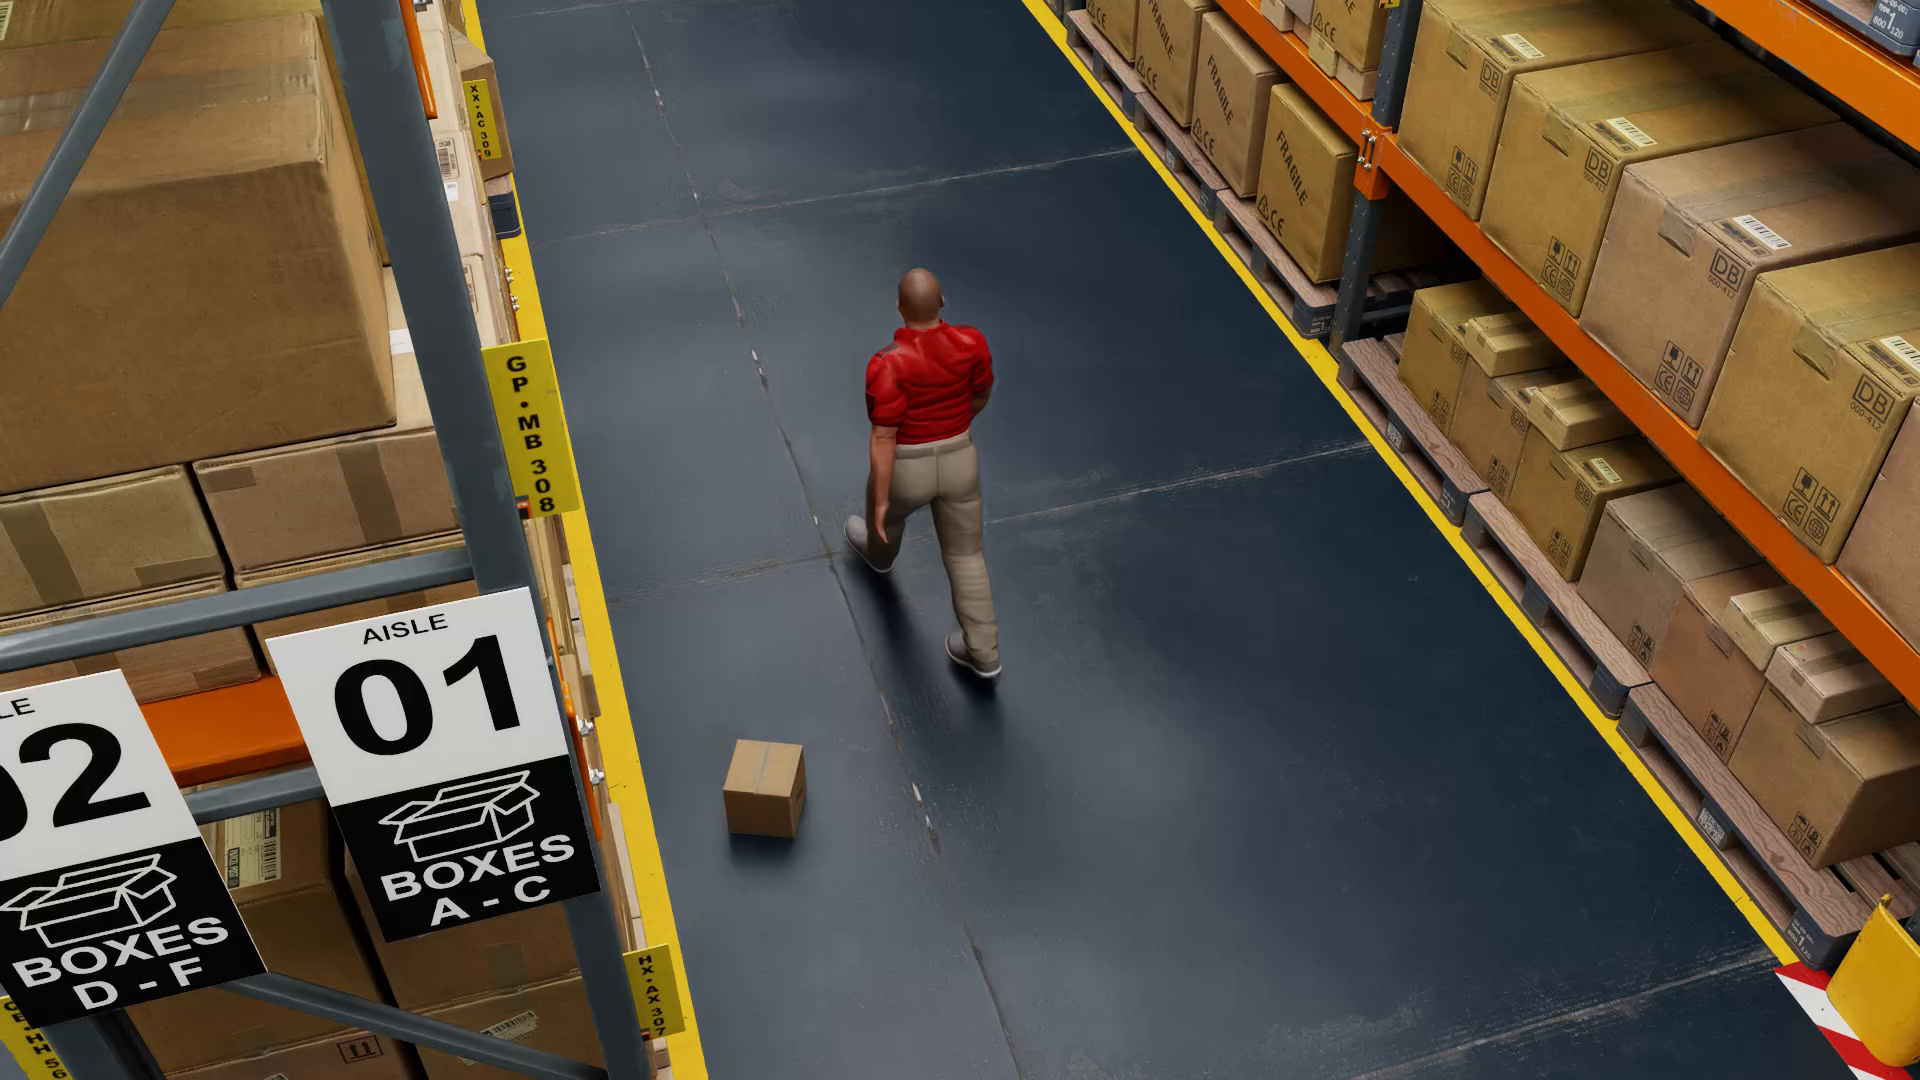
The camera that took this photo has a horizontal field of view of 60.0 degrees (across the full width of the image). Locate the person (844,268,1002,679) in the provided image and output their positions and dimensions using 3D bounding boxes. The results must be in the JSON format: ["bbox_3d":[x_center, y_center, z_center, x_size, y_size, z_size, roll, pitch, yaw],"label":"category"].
[{"bbox_3d":[-0.136,-0.335,6.550,0.576,1.651,1.113,-13,44,-14],"label":"person"}]
